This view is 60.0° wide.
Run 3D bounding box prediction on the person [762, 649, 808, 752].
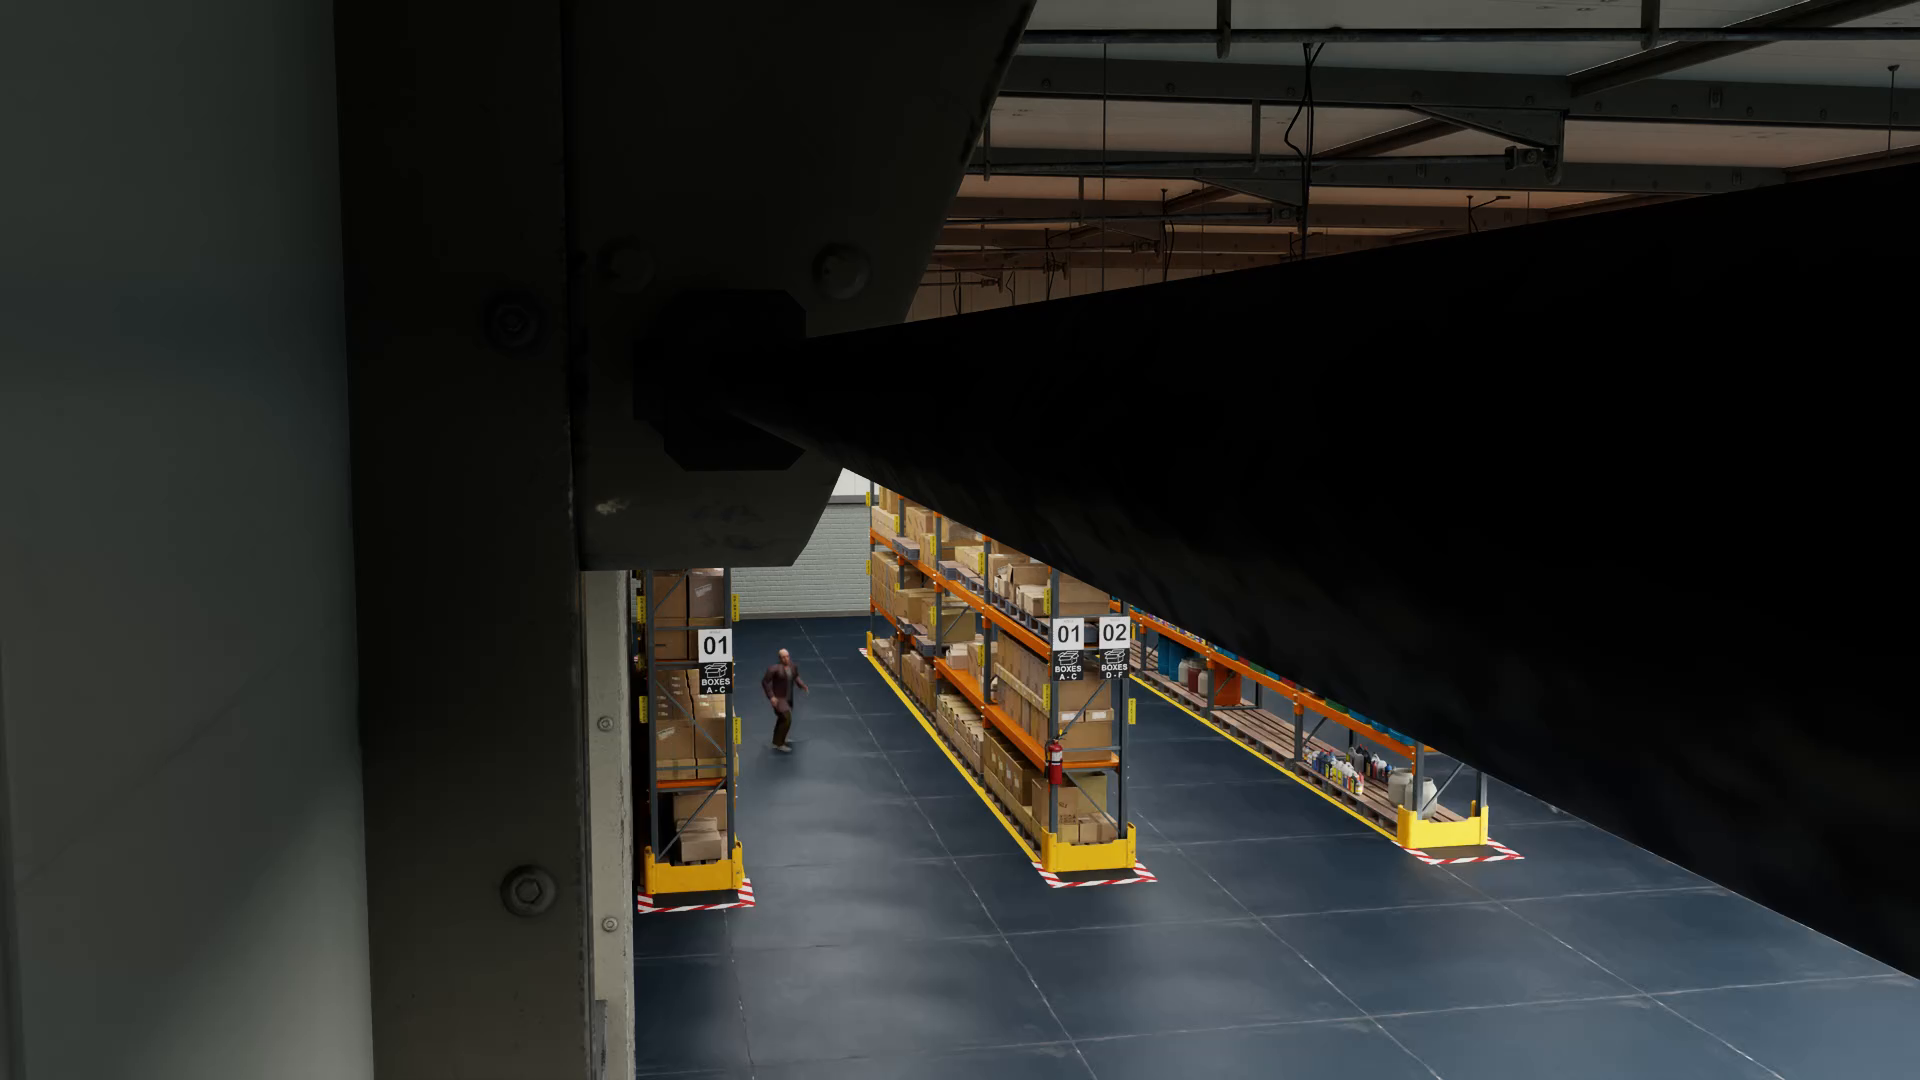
[{"bbox_3d":[-2.890,2.630,27.500,0.851,1.718,0.728,3,7,29],"label":"person"}]
